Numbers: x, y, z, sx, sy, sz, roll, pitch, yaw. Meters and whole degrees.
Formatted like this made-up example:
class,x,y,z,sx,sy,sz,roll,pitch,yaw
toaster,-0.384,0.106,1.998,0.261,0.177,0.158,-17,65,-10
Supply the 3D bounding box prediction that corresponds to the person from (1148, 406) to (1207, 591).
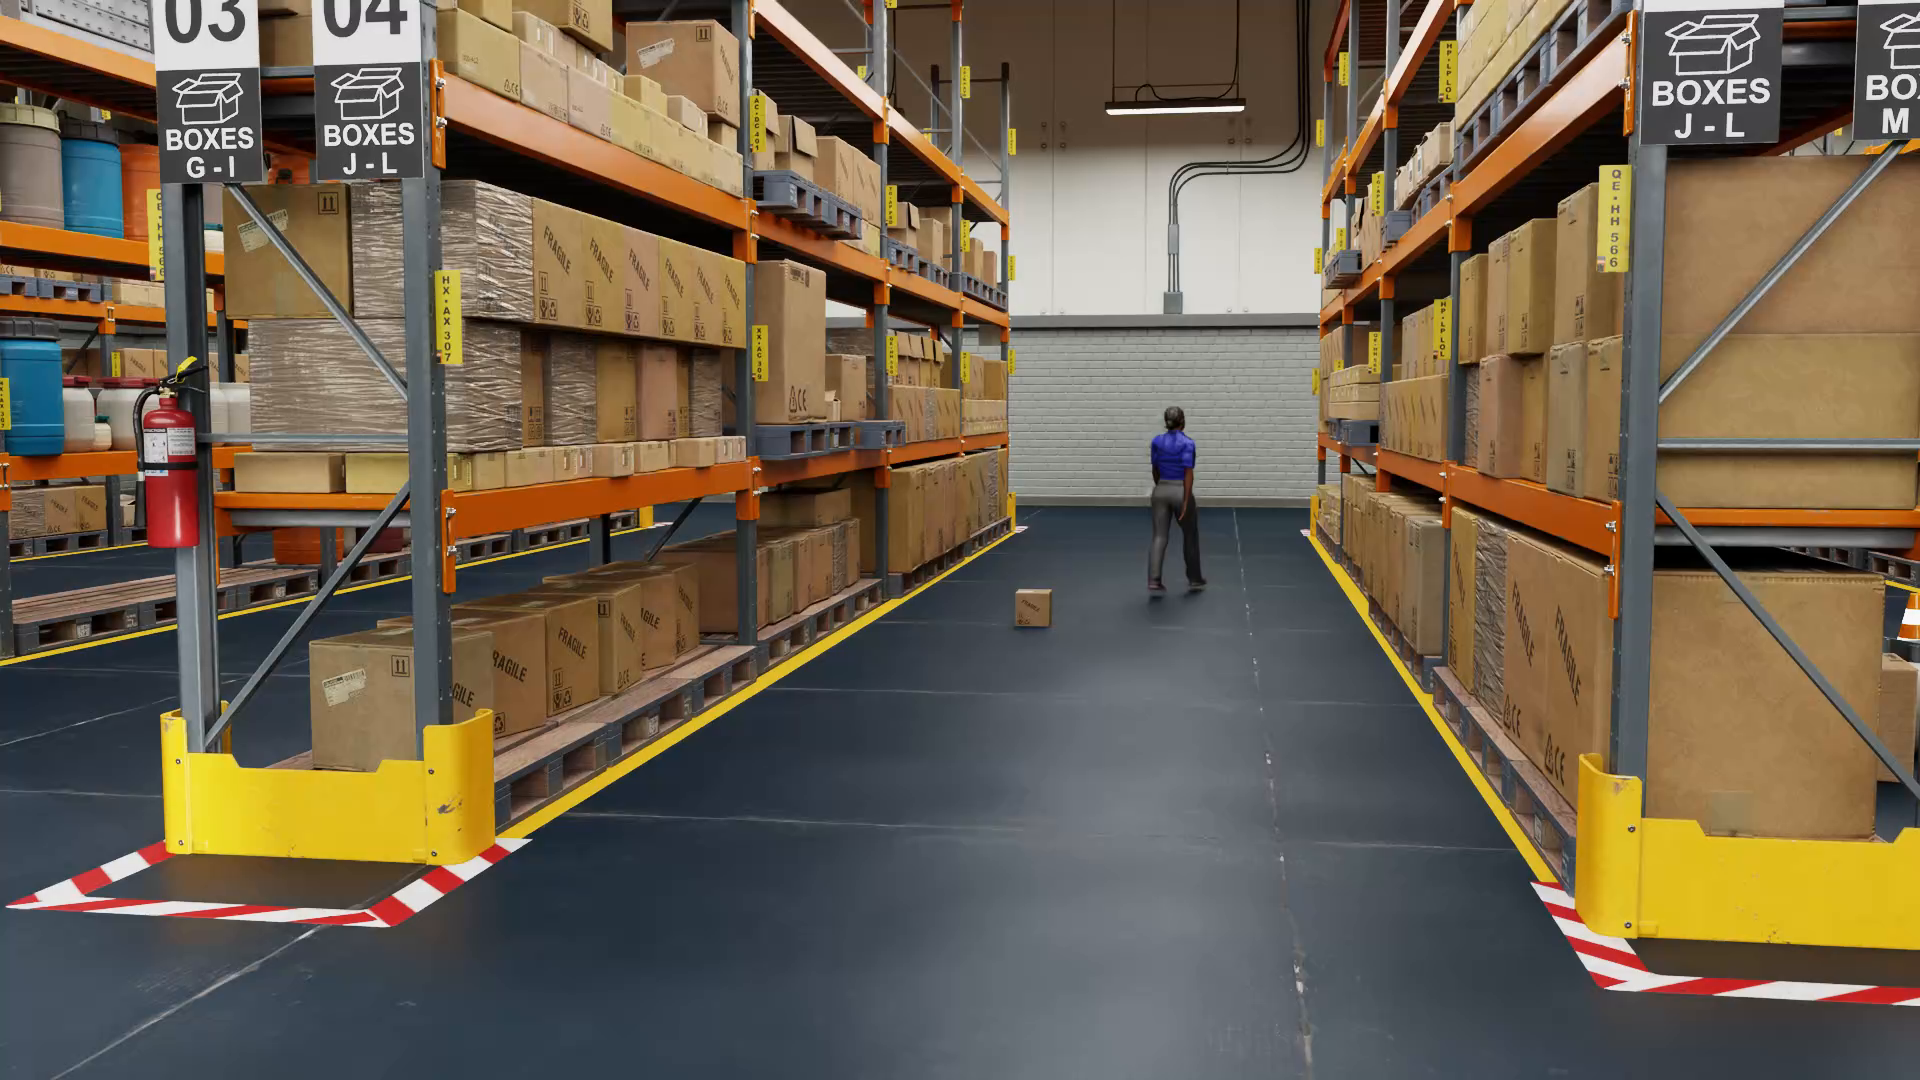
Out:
class,x,y,z,sx,sy,sz,roll,pitch,yaw
person,1.873,-0.373,14.448,0.441,1.586,0.998,2,5,25
